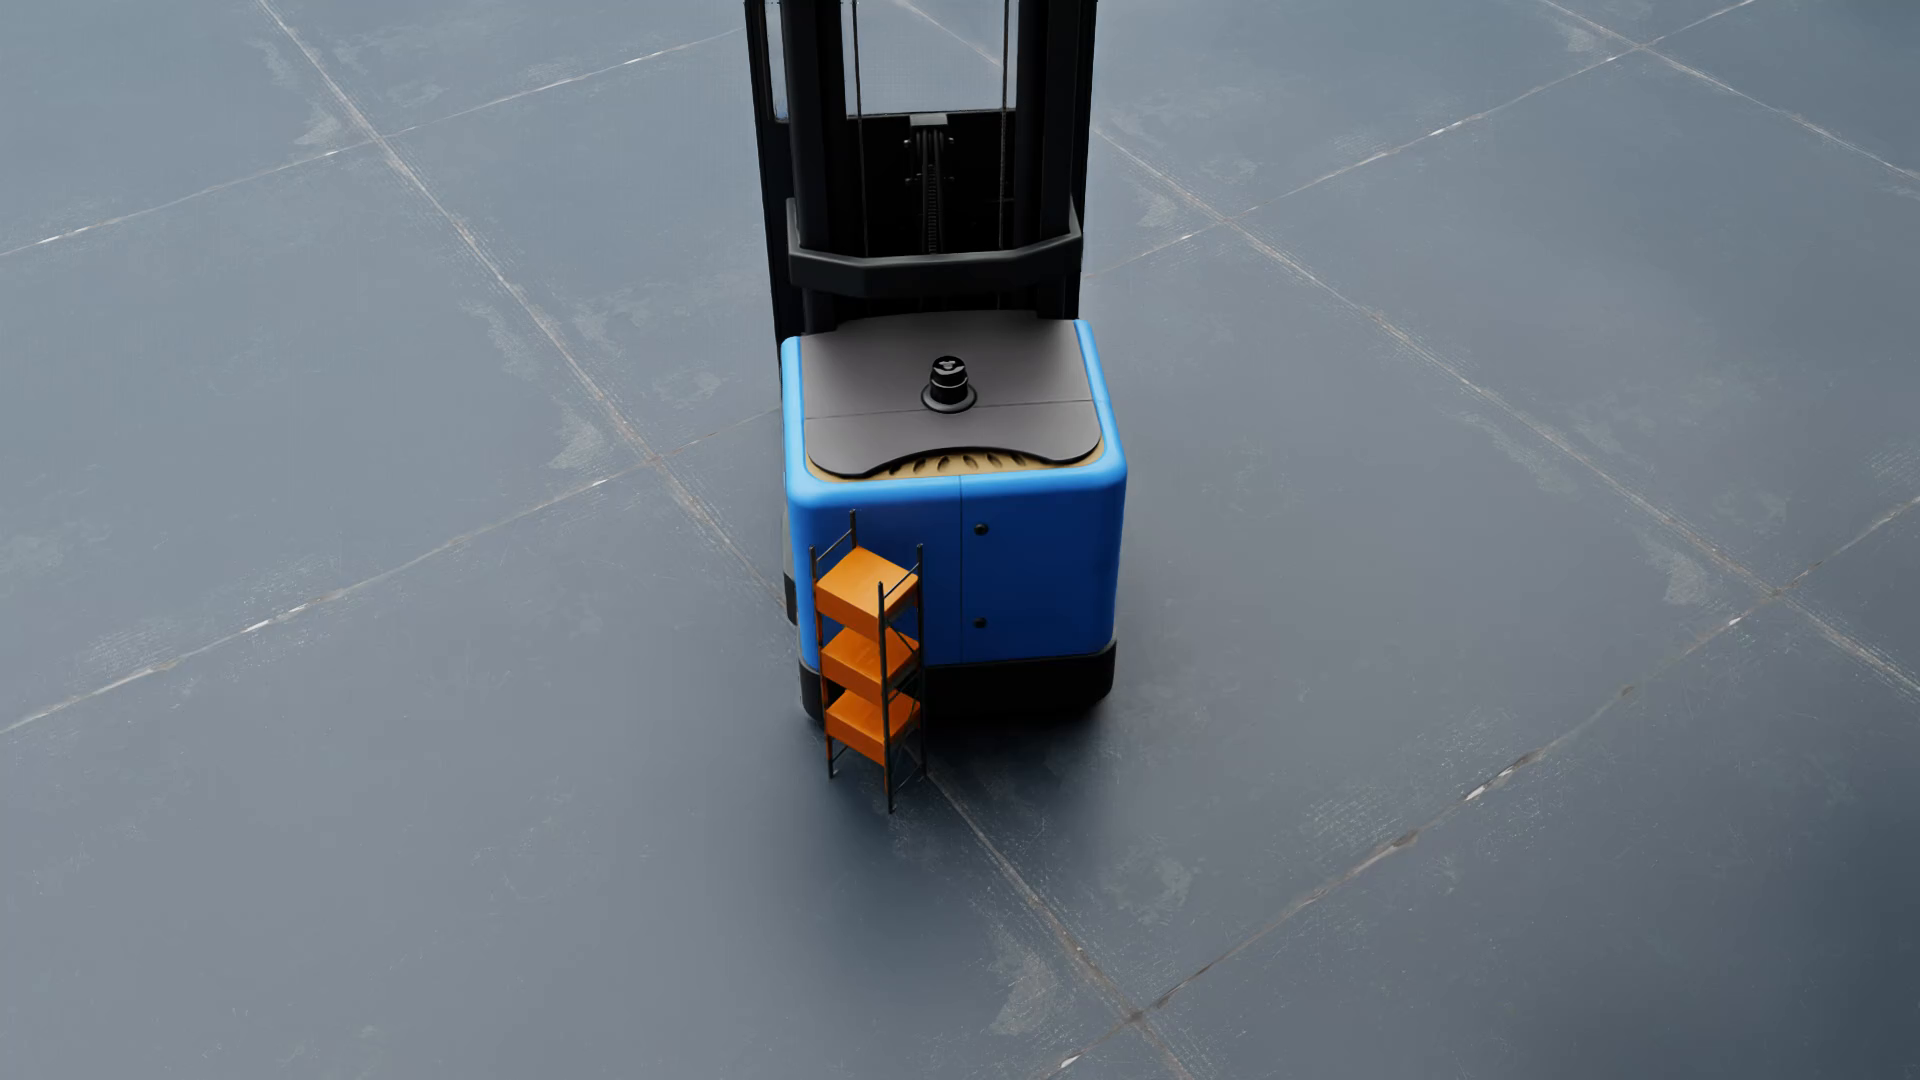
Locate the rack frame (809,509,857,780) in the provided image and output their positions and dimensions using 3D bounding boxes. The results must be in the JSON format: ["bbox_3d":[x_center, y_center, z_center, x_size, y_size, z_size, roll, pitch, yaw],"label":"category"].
[{"bbox_3d":[-0.367,0.346,5.126,0.008,1.050,0.200,27,50,25],"label":"rack frame"}]

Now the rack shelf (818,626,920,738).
[{"bbox_3d":[-0.268,0.403,5.082,0.240,0.259,0.215,27,50,25],"label":"rack shelf"}]

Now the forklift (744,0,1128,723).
[{"bbox_3d":[-0.146,-1.468,5.665,1.130,2.935,3.031,-4,44,-4],"label":"forklift"}]

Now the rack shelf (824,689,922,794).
[{"bbox_3d":[-0.268,0.604,5.274,0.240,0.259,0.215,27,50,25],"label":"rack shelf"}]

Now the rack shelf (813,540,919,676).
[{"bbox_3d":[-0.267,0.198,4.885,0.240,0.259,0.215,27,50,25],"label":"rack shelf"}]

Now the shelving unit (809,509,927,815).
[{"bbox_3d":[-0.267,0.396,5.074,0.252,1.050,0.215,27,50,25],"label":"shelving unit"}]

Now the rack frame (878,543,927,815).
[{"bbox_3d":[-0.168,0.445,5.023,0.008,1.050,0.200,27,50,25],"label":"rack frame"}]
